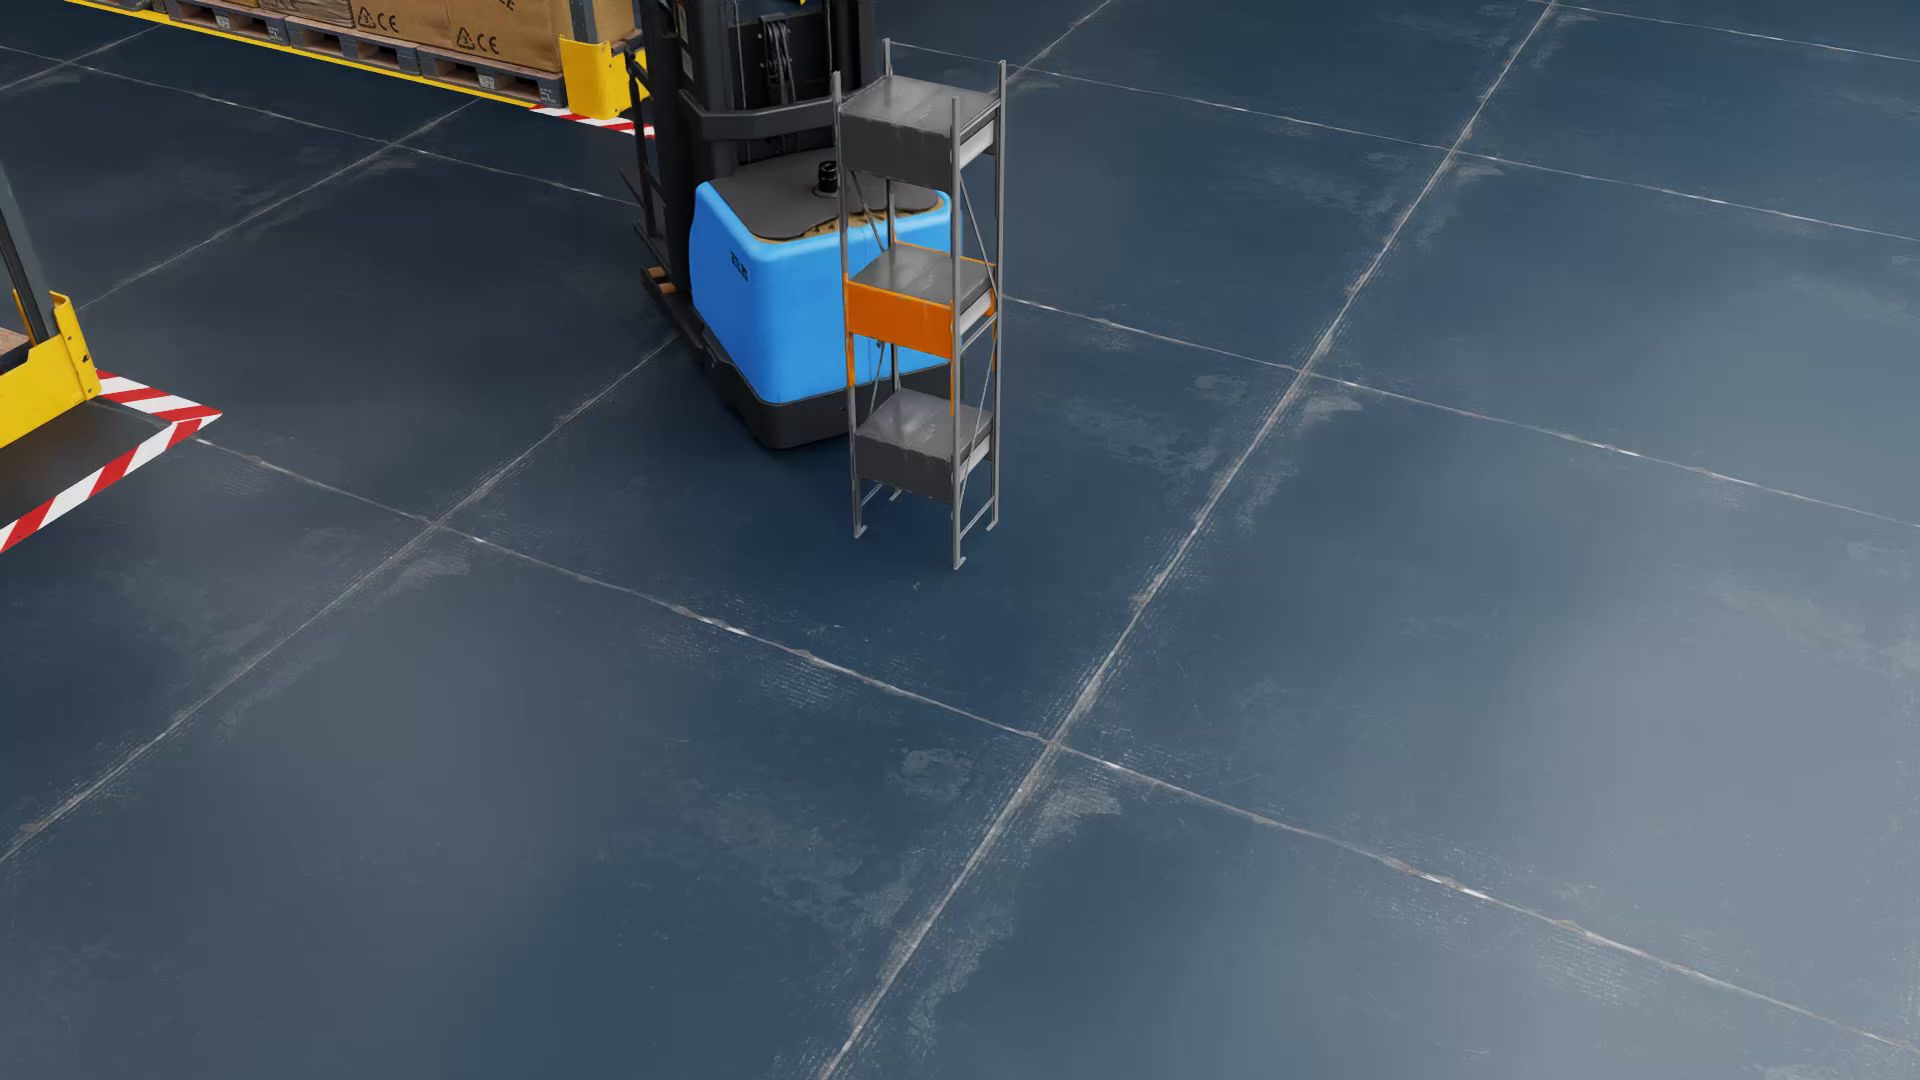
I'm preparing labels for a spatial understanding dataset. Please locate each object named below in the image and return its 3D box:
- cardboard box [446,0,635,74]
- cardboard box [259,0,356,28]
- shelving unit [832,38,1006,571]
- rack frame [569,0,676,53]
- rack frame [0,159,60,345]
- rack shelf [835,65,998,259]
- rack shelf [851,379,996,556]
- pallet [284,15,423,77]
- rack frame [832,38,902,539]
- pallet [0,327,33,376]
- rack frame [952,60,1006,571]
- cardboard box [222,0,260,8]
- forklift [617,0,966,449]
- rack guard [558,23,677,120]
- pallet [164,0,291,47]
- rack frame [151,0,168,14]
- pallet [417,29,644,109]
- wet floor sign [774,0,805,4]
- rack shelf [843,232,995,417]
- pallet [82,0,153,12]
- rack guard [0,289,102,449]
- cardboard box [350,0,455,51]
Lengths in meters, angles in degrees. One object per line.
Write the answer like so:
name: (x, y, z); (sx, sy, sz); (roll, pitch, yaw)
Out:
cardboard box: (-2.837, -3.767, 11.141); (0.875, 0.875, 0.875); (18, 41, 22)
cardboard box: (-4.428, -4.265, 11.797); (0.875, 0.875, 0.875); (18, 41, 22)
shelving unit: (-0.147, -0.882, 6.676); (0.503, 2.100, 0.431); (17, 41, 21)
rack frame: (-2.204, -4.293, 10.424); (0.127, 3.000, 1.000); (17, 41, 21)
rack frame: (-4.575, -1.658, 6.953); (0.127, 3.000, 1.000); (17, 41, 21)
rack shelf: (-0.147, -1.429, 6.261); (0.480, 0.518, 0.431); (17, 41, 21)
rack shelf: (-0.147, -0.314, 7.107); (0.480, 0.518, 0.431); (17, 41, 21)
pallet: (-4.029, -3.702, 11.953); (1.213, 0.211, 1.003); (17, 41, 21)
rack frame: (-0.364, -0.950, 6.765); (0.015, 2.100, 0.400); (17, 41, 21)
pallet: (-5.347, -0.813, 8.146); (1.213, 0.211, 1.003); (17, 41, 21)
rack frame: (0.070, -0.815, 6.586); (0.015, 2.100, 0.400); (17, 41, 21)
cardboard box: (-5.230, -4.513, 12.125); (0.875, 0.875, 0.875); (18, 41, 22)
forklift: (-1.063, -2.472, 8.083); (1.130, 2.935, 3.031); (-16, 40, -20)
rack guard: (-2.183, -3.290, 11.171); (0.348, 0.500, 1.175); (17, 41, 21)
pallet: (-5.117, -4.041, 12.398); (1.213, 0.211, 1.003); (17, 41, 21)
rack frame: (-5.756, -5.405, 11.889); (0.127, 3.000, 1.000); (17, 41, 21)
pallet: (-2.950, -3.362, 11.505); (1.213, 0.211, 1.003); (17, 41, 21)
wet floor sign: (-1.268, -4.410, 12.526); (0.232, 0.644, 0.267); (11, 38, 14)
rack shelf: (-0.147, -0.872, 6.684); (0.480, 0.518, 0.431); (17, 41, 21)
pallet: (-6.476, -4.468, 12.962); (1.213, 0.211, 1.003); (17, 41, 21)
rack guard: (-4.642, -0.683, 7.737); (0.348, 0.500, 1.175); (17, 41, 21)
cardboard box: (-3.619, -4.010, 11.462); (0.875, 0.875, 0.875); (17, 40, 21)
